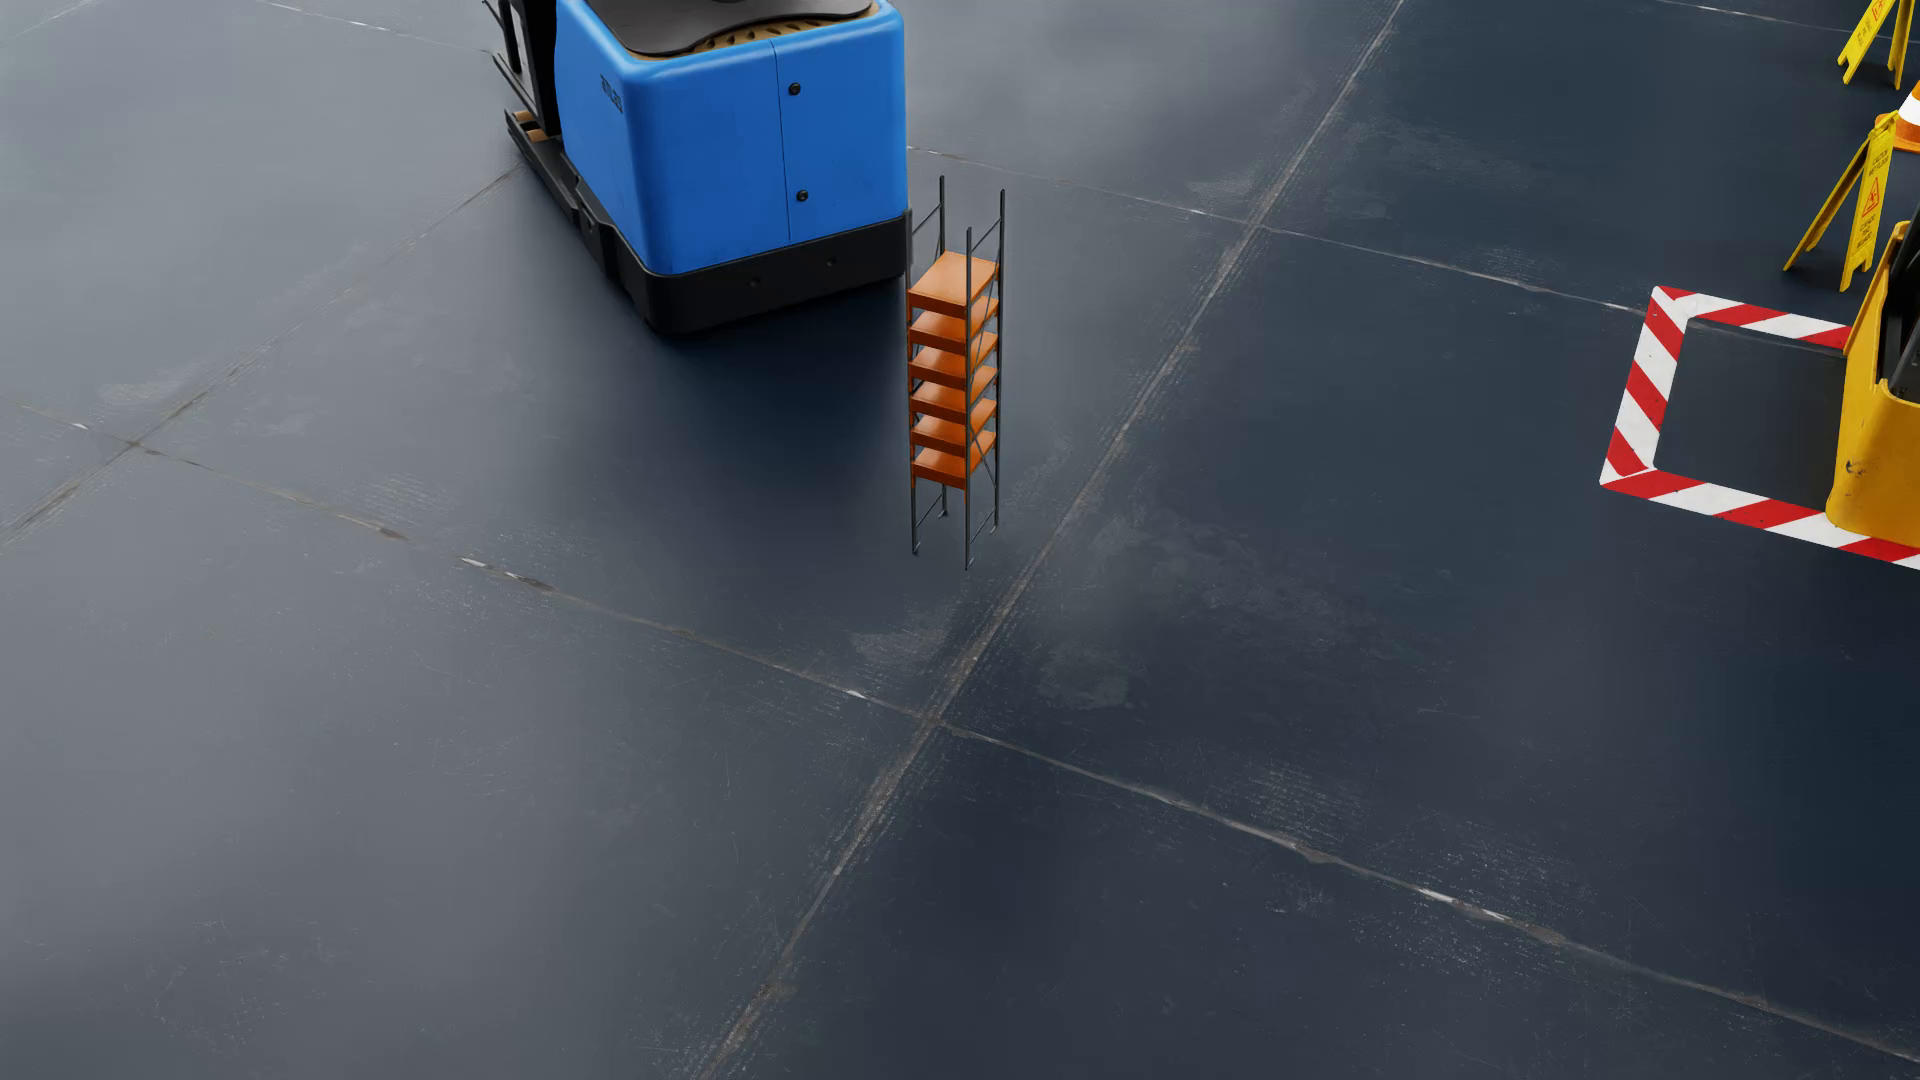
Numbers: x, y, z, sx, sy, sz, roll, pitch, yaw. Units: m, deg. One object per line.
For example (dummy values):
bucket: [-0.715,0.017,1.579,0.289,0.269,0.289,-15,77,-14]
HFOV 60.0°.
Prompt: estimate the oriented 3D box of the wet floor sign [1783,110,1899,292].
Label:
wet floor sign: [3.373,-1.300,6.257,0.267,0.644,0.232,-33,51,-32]

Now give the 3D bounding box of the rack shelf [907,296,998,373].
rack shelf: [-0.013,-0.605,4.734,0.180,0.103,0.258,17,44,19]

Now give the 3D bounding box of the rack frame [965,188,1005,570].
rack frame: [0.070,-0.432,4.832,0.006,1.200,0.240,17,44,19]

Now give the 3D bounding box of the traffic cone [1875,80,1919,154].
traffic cone: [4.189,-1.943,7.138,0.334,0.463,0.336,17,44,19]

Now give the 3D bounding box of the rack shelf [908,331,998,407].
rack shelf: [-0.013,-0.514,4.812,0.180,0.103,0.258,17,44,19]

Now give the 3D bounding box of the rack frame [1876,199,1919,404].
rack frame: [3.093,-1.502,4.693,0.127,3.000,1.000,17,44,19]

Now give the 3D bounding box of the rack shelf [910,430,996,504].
rack shelf: [-0.013,-0.242,5.048,0.180,0.103,0.258,17,44,19]

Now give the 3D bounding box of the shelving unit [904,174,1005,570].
shelving unit: [-0.013,-0.457,4.862,0.189,1.200,0.258,17,44,19]

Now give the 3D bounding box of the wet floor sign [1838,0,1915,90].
wet floor sign: [4.230,-2.411,7.539,0.232,0.644,0.267,10,42,11]

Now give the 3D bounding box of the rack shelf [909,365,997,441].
rack shelf: [-0.013,-0.424,4.891,0.180,0.103,0.258,17,44,19]

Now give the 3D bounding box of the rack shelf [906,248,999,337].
rack shelf: [-0.013,-0.696,4.655,0.180,0.103,0.258,17,44,19]

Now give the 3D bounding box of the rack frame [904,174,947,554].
rack frame: [-0.096,-0.483,4.891,0.006,1.200,0.240,17,44,19]

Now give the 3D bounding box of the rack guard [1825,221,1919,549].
rack guard: [3.161,-0.536,5.487,0.348,0.500,1.175,17,44,19]

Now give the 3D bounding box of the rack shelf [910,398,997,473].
rack shelf: [-0.013,-0.333,4.969,0.180,0.103,0.258,17,44,19]

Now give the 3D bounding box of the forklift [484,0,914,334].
forklift: [-1.303,-2.808,6.252,1.130,2.935,3.031,-19,44,-20]
